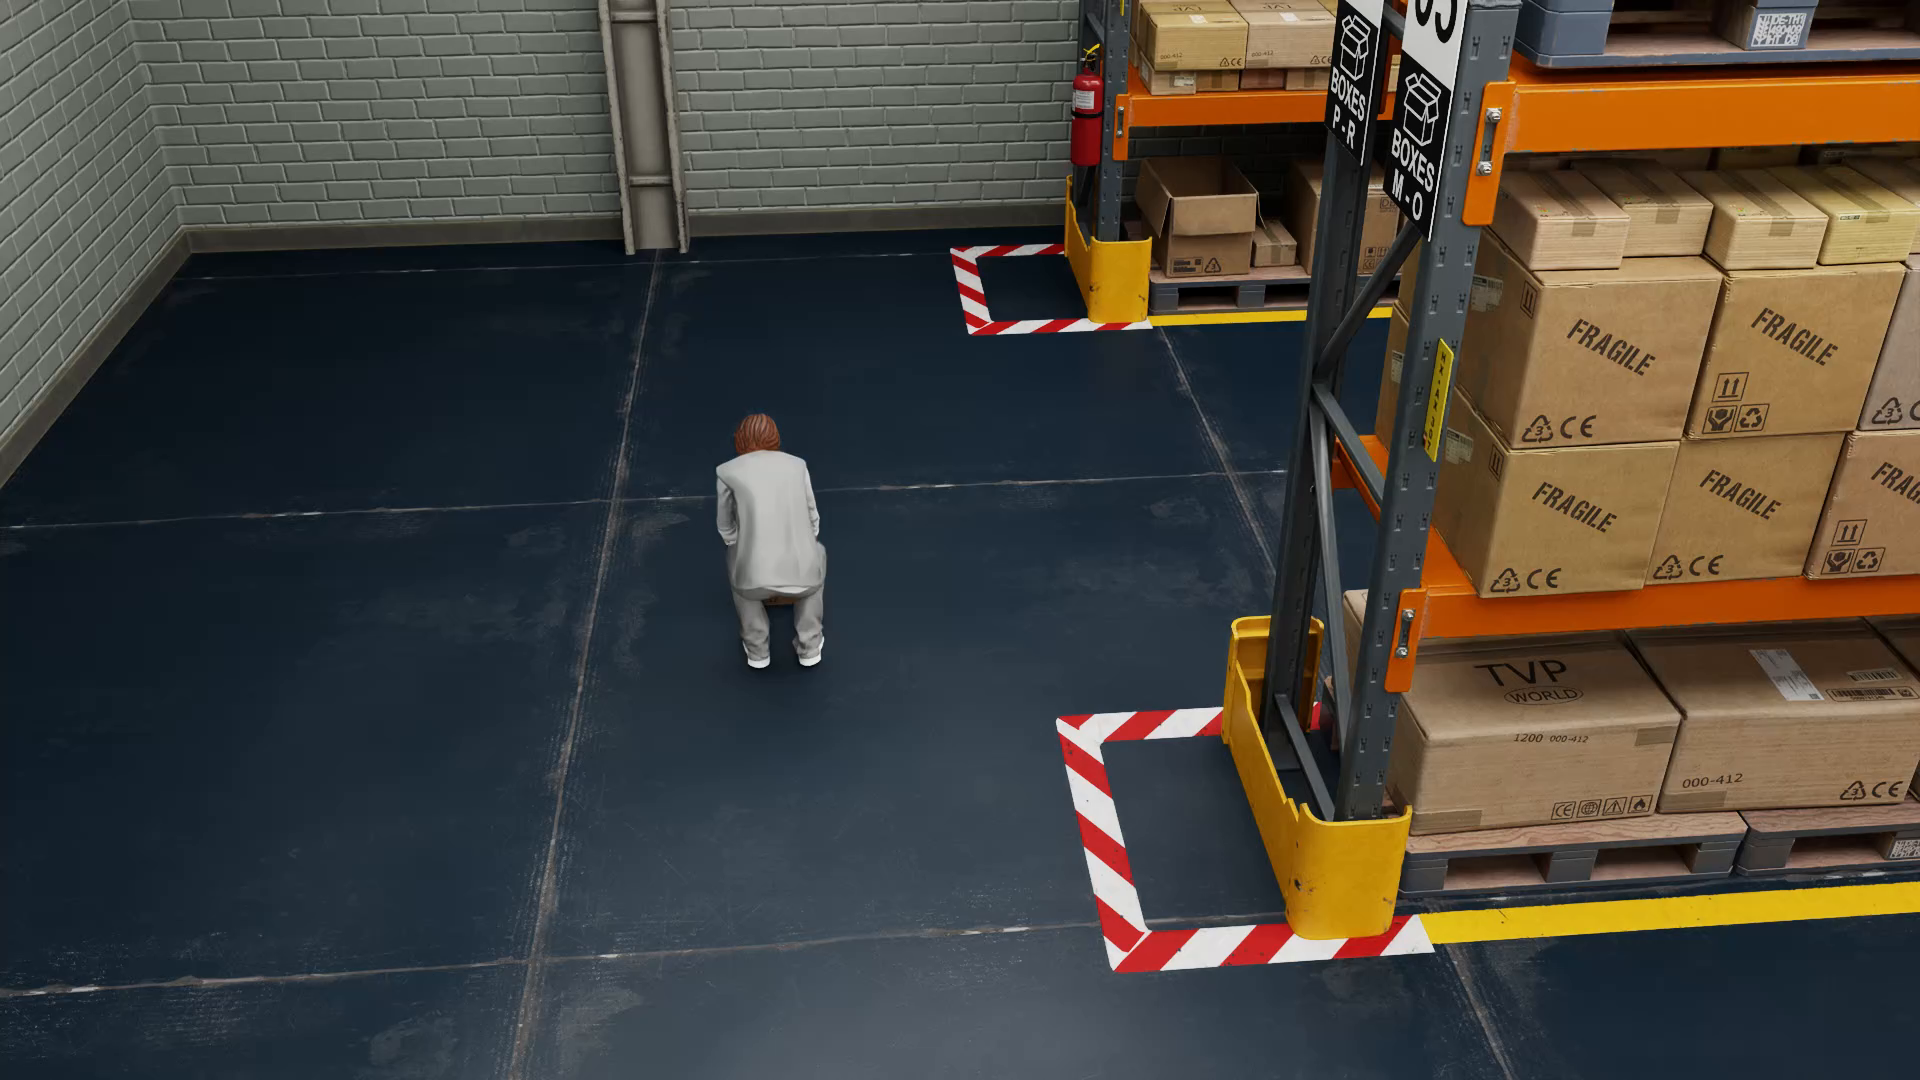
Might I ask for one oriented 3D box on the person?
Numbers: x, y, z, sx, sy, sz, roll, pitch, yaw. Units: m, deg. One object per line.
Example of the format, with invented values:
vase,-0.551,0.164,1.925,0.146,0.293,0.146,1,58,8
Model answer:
person,-0.767,0.037,6.755,0.448,0.897,0.792,-3,32,-5
